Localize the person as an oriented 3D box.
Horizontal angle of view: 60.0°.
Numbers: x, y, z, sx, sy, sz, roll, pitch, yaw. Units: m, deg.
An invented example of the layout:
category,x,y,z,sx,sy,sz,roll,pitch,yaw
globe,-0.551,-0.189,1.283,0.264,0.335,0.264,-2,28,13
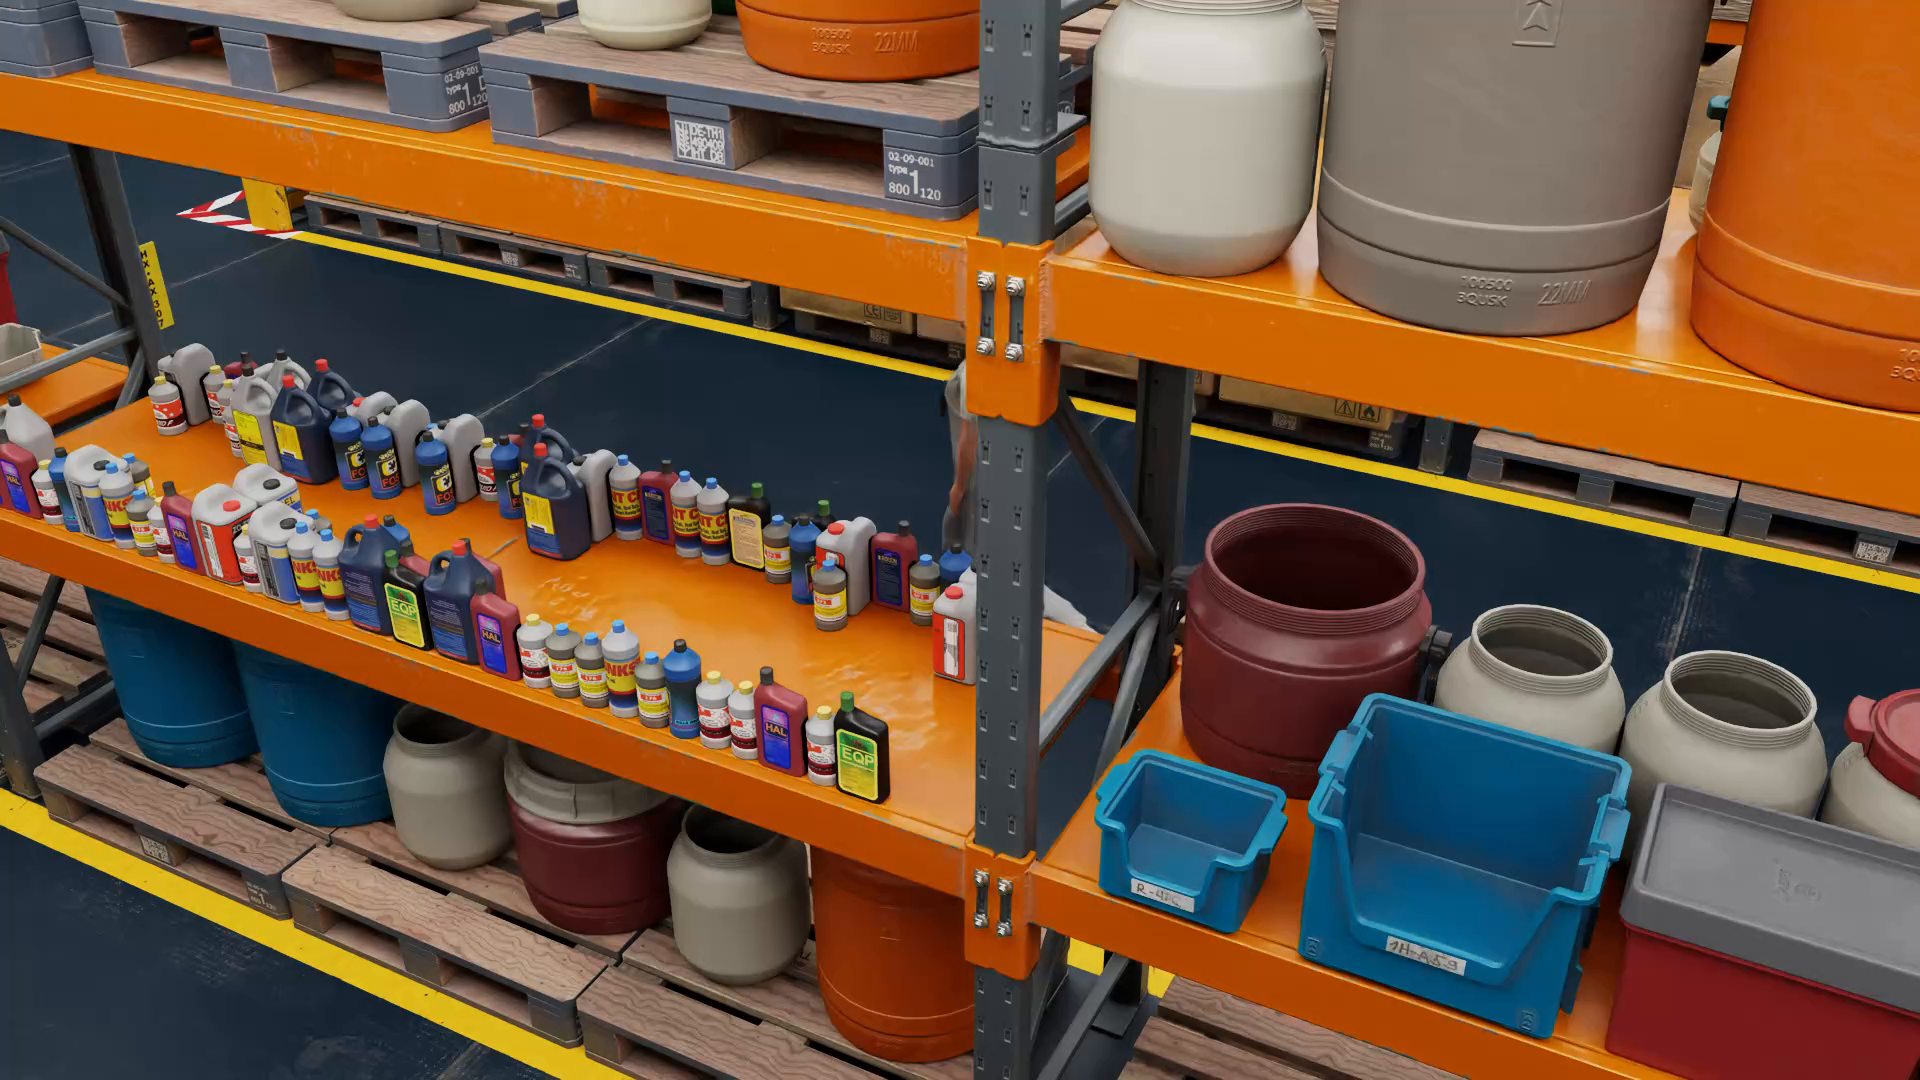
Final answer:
category,x,y,z,sx,sy,sz,roll,pitch,yaw
person,0.168,-0.258,6.572,0.909,1.641,0.438,12,32,19
